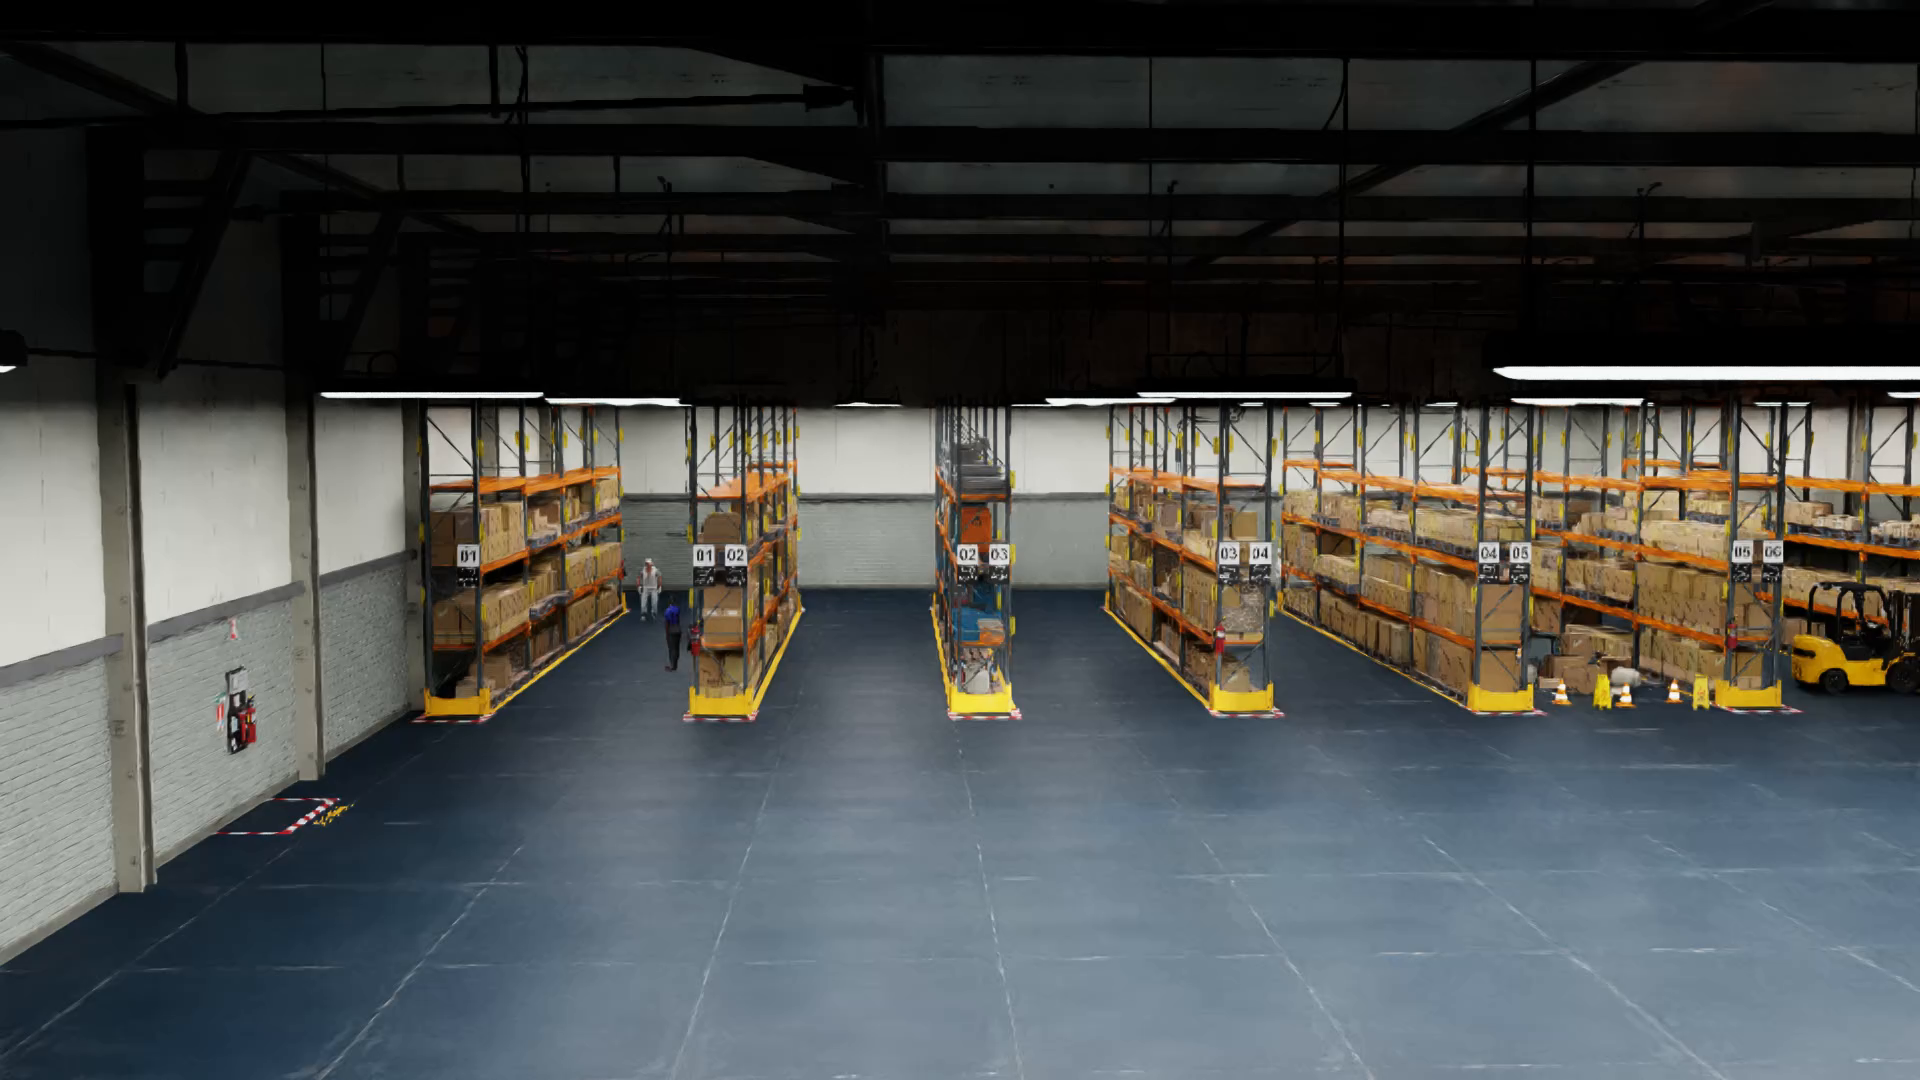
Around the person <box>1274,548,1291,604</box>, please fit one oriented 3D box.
[{"bbox_3d":[9.517,1.064,48.832,0.559,1.652,0.546,-3,5,-35],"label":"person"}]

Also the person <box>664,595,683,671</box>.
[{"bbox_3d":[-6.321,2.022,36.404,0.462,1.662,0.498,2,5,29],"label":"person"}]

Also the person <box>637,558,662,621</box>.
[{"bbox_3d":[-8.369,1.338,44.798,0.677,1.742,0.552,0,5,-4],"label":"person"}]

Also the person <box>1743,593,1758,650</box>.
[{"bbox_3d":[17.519,1.969,36.962,0.539,1.671,0.521,2,5,27],"label":"person"}]
